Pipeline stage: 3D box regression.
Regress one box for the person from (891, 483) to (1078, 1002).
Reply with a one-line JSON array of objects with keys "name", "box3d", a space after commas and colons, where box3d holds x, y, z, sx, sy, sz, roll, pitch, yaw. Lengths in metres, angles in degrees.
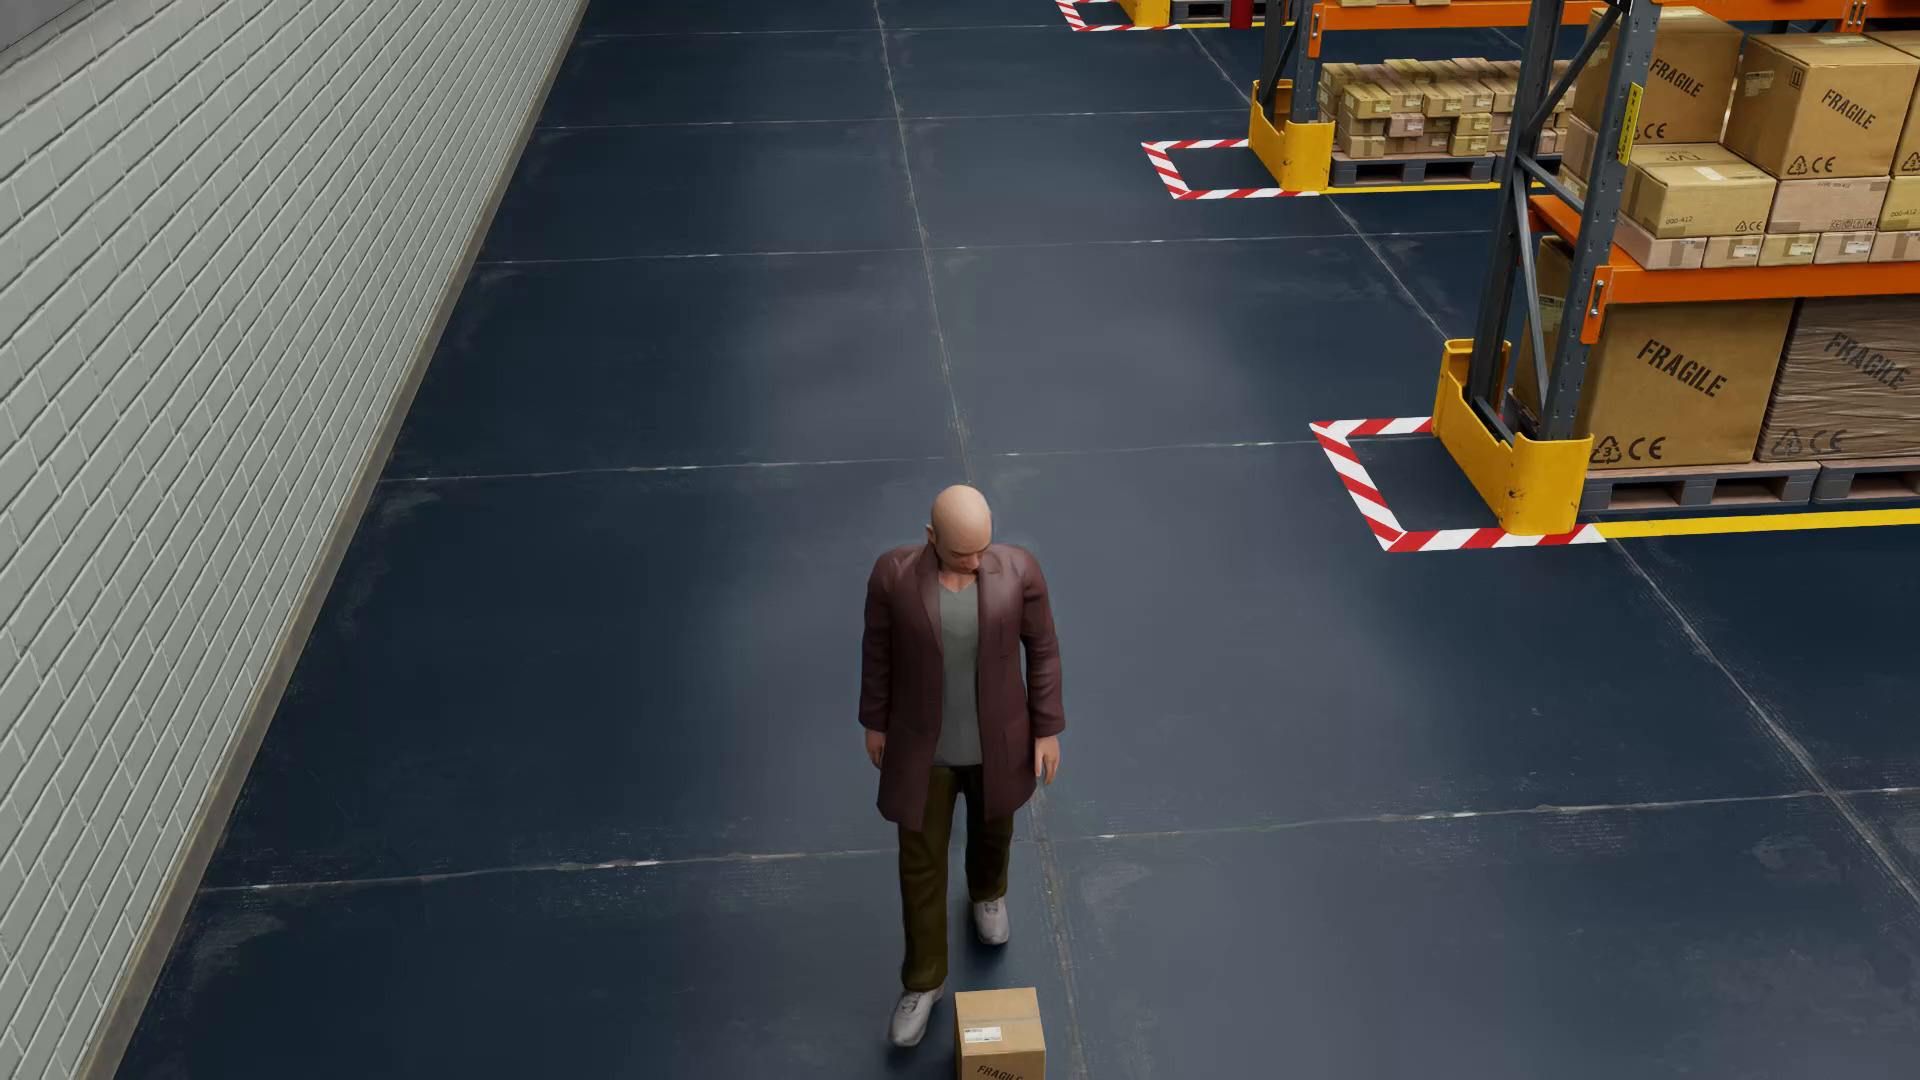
[{"name": "person", "box3d": [0.080, 0.646, 5.088, 0.564, 1.803, 0.410, -2, 31, -3]}]
